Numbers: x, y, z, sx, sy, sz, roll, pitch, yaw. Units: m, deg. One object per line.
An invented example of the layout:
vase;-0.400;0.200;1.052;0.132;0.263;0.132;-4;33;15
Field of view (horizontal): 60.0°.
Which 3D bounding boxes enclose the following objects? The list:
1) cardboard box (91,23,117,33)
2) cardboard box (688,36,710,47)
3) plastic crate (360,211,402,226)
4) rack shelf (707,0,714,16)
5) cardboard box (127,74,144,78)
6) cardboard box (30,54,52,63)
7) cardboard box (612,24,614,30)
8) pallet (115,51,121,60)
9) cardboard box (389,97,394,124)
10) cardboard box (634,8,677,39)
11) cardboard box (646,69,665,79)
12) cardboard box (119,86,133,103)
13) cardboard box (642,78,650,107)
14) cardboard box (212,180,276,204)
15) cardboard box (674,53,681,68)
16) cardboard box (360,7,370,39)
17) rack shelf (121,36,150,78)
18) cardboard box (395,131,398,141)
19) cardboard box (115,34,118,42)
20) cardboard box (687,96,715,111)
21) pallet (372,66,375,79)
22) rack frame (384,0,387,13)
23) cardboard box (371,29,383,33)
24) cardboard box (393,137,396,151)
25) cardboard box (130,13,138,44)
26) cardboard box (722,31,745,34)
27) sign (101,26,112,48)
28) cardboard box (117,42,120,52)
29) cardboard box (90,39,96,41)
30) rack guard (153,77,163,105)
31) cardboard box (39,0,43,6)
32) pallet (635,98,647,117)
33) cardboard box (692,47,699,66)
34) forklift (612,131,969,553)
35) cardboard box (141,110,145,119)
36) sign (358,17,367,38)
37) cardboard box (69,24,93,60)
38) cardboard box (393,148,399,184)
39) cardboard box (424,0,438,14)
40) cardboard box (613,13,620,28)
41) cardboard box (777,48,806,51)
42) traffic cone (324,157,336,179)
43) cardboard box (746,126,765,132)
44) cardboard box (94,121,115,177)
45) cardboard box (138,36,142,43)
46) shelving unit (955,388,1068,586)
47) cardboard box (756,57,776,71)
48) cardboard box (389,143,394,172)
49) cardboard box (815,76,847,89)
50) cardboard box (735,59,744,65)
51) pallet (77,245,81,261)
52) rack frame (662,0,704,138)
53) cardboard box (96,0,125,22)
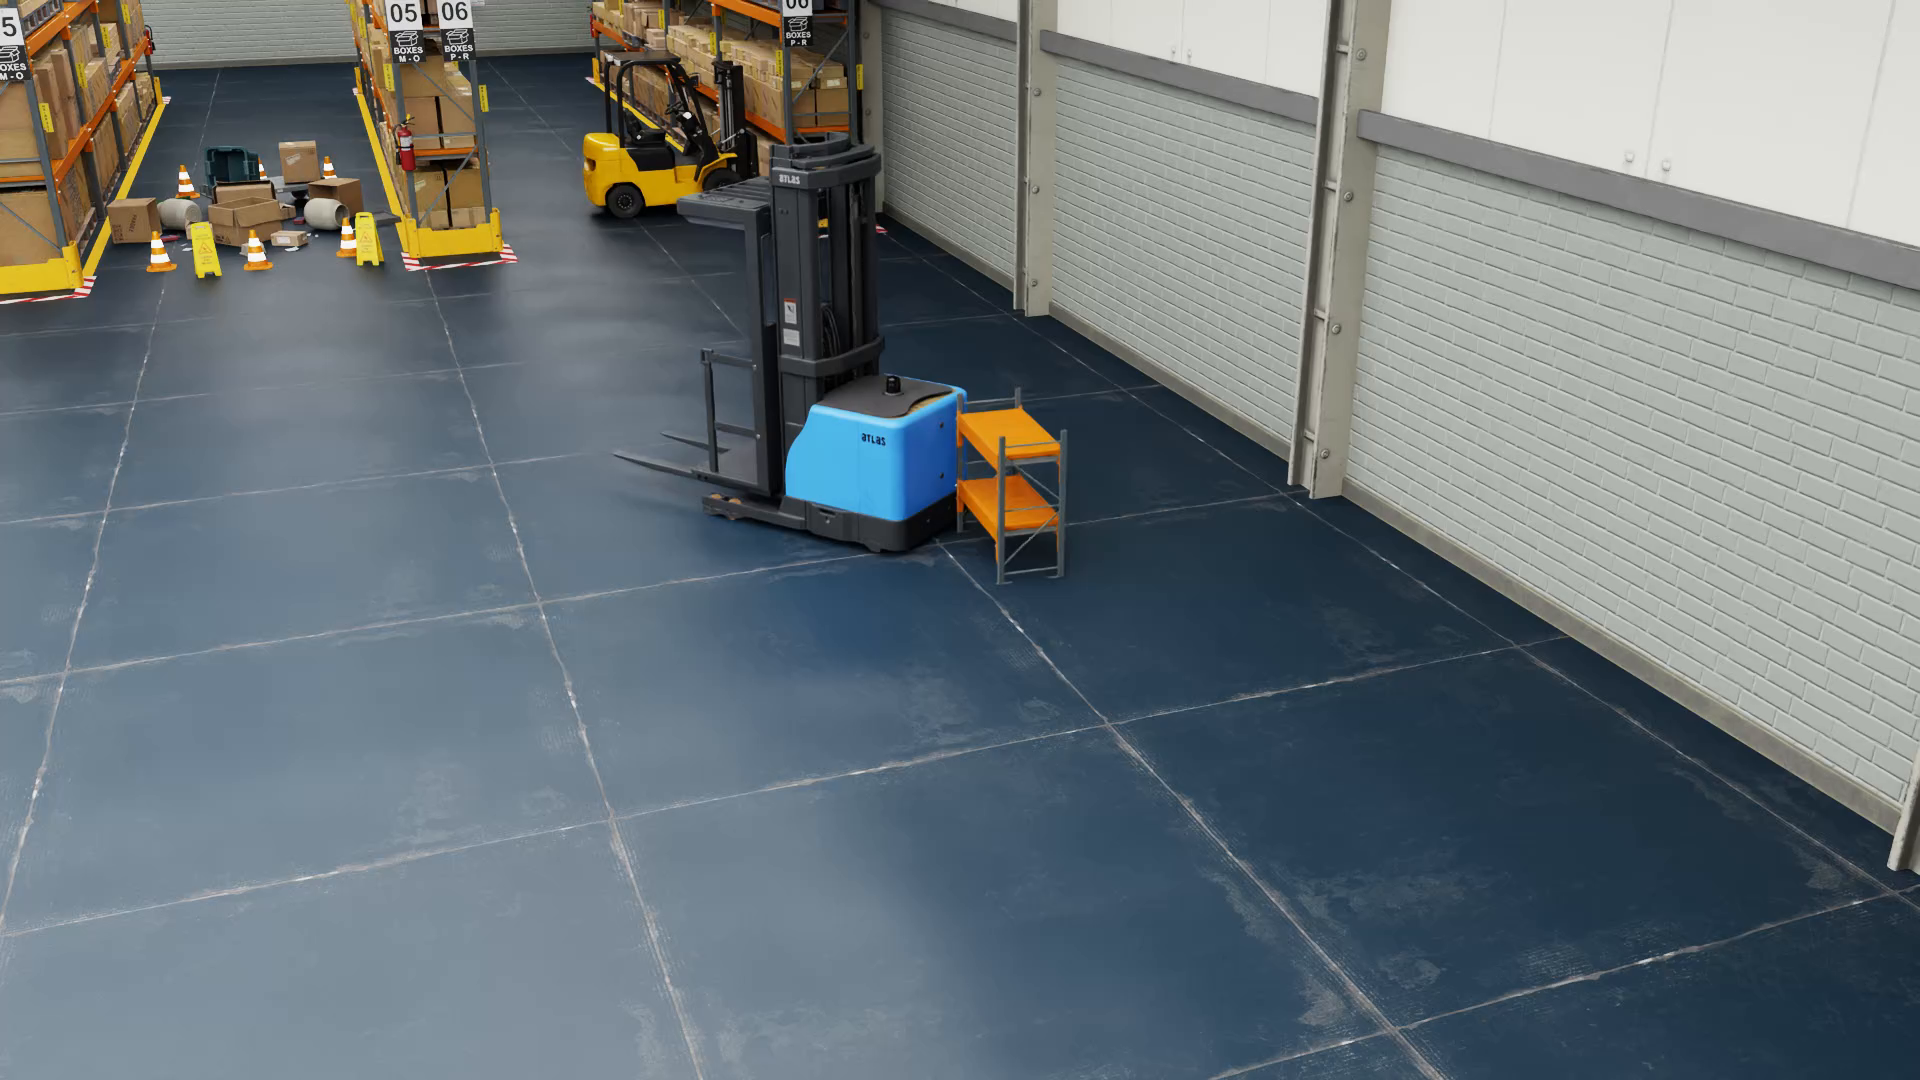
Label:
cardboard box;-15.045;-8.986;29.224;0.380;0.149;0.250;-7;24;-17
cardboard box;-4.279;-8.229;27.448;0.380;0.149;0.250;-9;24;-20
plastic crate;-8.161;-4.534;23.404;0.402;0.080;0.583;-18;29;-37
rack shelf;-4.012;-9.022;27.357;1.077;0.370;4.000;-8;24;-19
cardboard box;-16.323;-9.104;32.851;0.380;0.149;0.250;-8;24;-18
cardboard box;-12.080;-5.875;21.244;0.875;0.550;0.550;-8;24;-19
cardboard box;-7.009;-10.680;34.550;0.380;0.149;0.250;-8;24;-19
pallet;-15.236;-8.367;28.986;1.003;0.211;1.213;-8;24;-19
cardboard box;-7.331;-5.816;22.175;0.500;0.500;0.500;-8;24;-19
cardboard box;-5.710;-9.711;31.259;0.700;0.500;0.500;-8;24;-19
cardboard box;-5.820;-8.950;31.964;0.380;0.149;0.250;-8;24;-19
cardboard box;-14.701;-7.716;28.906;0.500;0.250;0.500;-7;24;-16
cardboard box;-5.802;-8.612;31.999;0.500;0.500;0.500;-9;25;-21
cardboard box;-9.862;-4.650;22.961;0.797;0.637;0.503;-8;24;-19
cardboard box;-4.618;-8.251;28.656;0.500;0.250;0.500;-9;24;-20
cardboard box;-9.978;-8.860;28.492;0.500;0.500;0.500;-8;24;-18
rack shelf;-16.076;-9.148;31.519;1.077;0.370;4.000;-8;24;-19
cardboard box;-7.250;-5.362;21.933;0.380;0.149;0.250;-8;24;-18
cardboard box;-14.950;-8.755;29.059;0.380;0.149;0.250;-8;24;-19
cardboard box;-4.273;-7.332;28.801;0.875;0.625;0.625;-8;24;-17
pallet;-9.010;-7.683;27.363;1.213;0.211;1.003;-8;24;-19
rack frame;-6.535;-7.873;19.844;1.000;3.000;0.127;-8;24;-19
cardboard box;-7.996;-7.016;23.736;0.700;0.500;0.500;-9;24;-20
cardboard box;-7.723;-5.544;23.241;0.380;0.149;0.250;-7;24;-16
cardboard box;-15.634;-9.517;30.957;0.500;0.500;0.500;-9;24;-20
cardboard box;-3.846;-8.506;28.105;0.380;0.149;0.250;-9;24;-20
sign;-13.438;-7.911;26.166;0.100;0.325;0.005;-8;24;-19
cardboard box;-14.951;-8.619;29.121;0.380;0.149;0.250;-8;24;-19
cardboard box;-14.118;-8.033;26.964;0.380;0.149;0.250;-8;24;-19
rack guard;-16.756;-9.027;33.524;1.175;0.500;0.348;-8;24;-19
cardboard box;-11.488;-6.618;20.383;0.380;0.149;0.250;-8;24;-19
pallet;-5.809;-8.576;32.826;1.003;0.211;1.213;-8;24;-19
cardboard box;-4.082;-7.922;27.232;0.500;0.250;0.500;-8;24;-18
forklift;-1.450;-1.668;12.933;3.031;2.935;1.130;14;26;29
cardboard box;-15.198;-7.809;30.546;0.380;0.149;0.250;-9;25;-21
sign;-9.879;-8.472;27.497;0.100;0.325;0.005;-8;24;-19
cardboard box;-13.807;-7.642;25.603;0.700;0.500;0.500;-8;24;-19
cardboard box;-7.792;-5.390;23.710;0.500;0.500;0.500;-7;24;-17
cardboard box;-6.463;-6.778;20.918;0.500;0.250;0.500;-9;24;-20
cardboard box;-6.731;-10.551;33.731;0.500;0.250;0.500;-8;24;-19
cardboard box;-2.488;-7.182;24.582;0.380;0.149;0.250;-9;24;-20
traffic cone;-9.696;-5.652;25.563;0.336;0.463;0.334;-8;24;-19
cardboard box;-3.071;-6.047;24.946;0.500;0.250;0.500;-7;24;-17
cardboard box;-13.513;-5.906;25.255;1.050;0.750;0.750;-8;24;-18
cardboard box;-16.136;-9.737;32.313;0.380;0.149;0.250;-8;24;-18
shelving unit;0.365;-0.413;12.282;0.538;1.125;1.048;-7;24;-15
cardboard box;-2.665;-6.731;23.511;0.380;0.149;0.250;-8;24;-18
cardboard box;-8.393;-5.996;25.956;0.950;0.372;0.625;-7;24;-16
cardboard box;-1.770;-6.295;22.859;0.380;0.149;0.250;-9;24;-20
cardboard box;-3.119;-7.058;24.669;0.380;0.149;0.250;-9;24;-20
pallet;-11.486;-3.388;20.516;1.003;0.211;1.213;-8;24;-19
rack frame;-4.719;-8.698;29.524;1.000;3.000;0.127;-8;24;-19
cardboard box;-15.301;-9.594;29.852;0.500;0.500;0.500;-8;24;-18
